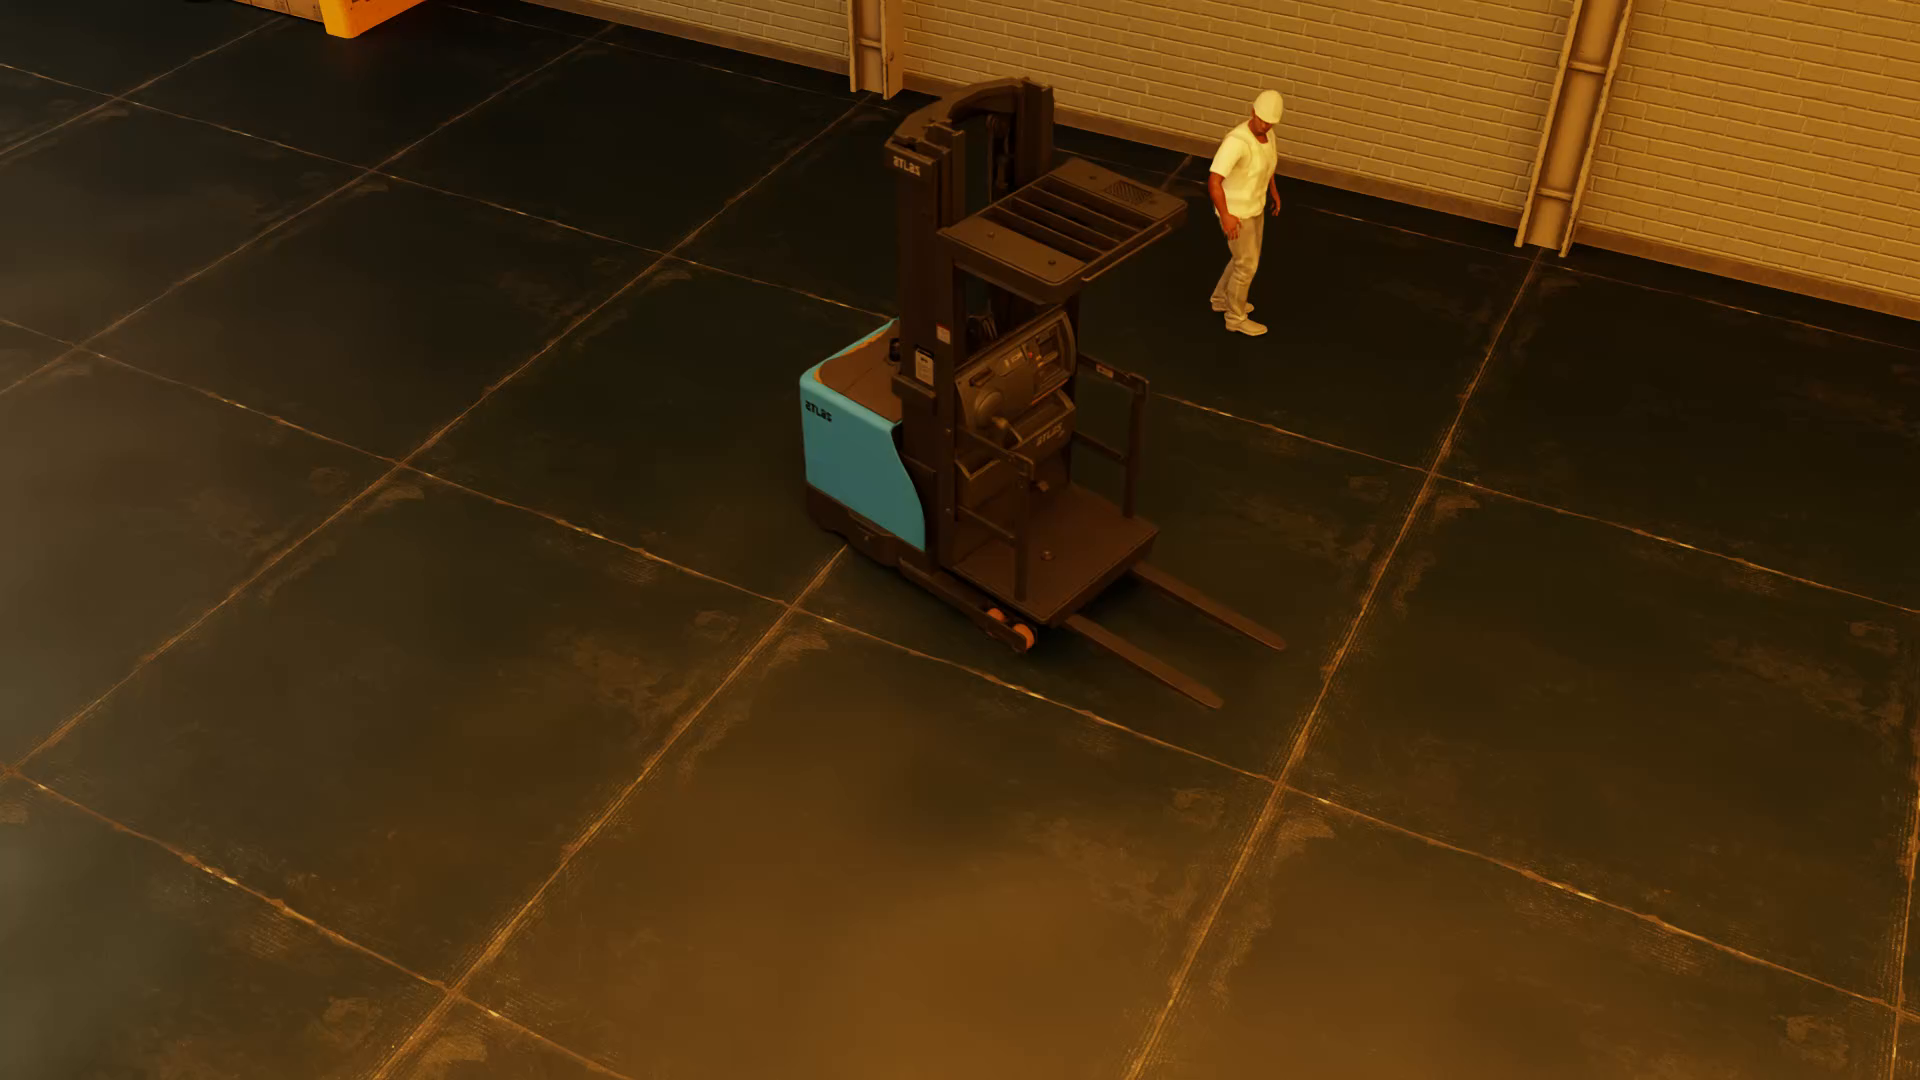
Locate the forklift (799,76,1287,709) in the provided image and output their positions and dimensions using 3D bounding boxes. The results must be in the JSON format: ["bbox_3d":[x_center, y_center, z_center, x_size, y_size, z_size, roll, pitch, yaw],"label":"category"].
[{"bbox_3d":[0.469,-0.862,9.010,3.031,2.935,1.130,30,49,31],"label":"forklift"}]

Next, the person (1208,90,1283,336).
[{"bbox_3d":[2.057,-2.308,11.650,0.523,1.743,0.794,19,44,21],"label":"person"}]
